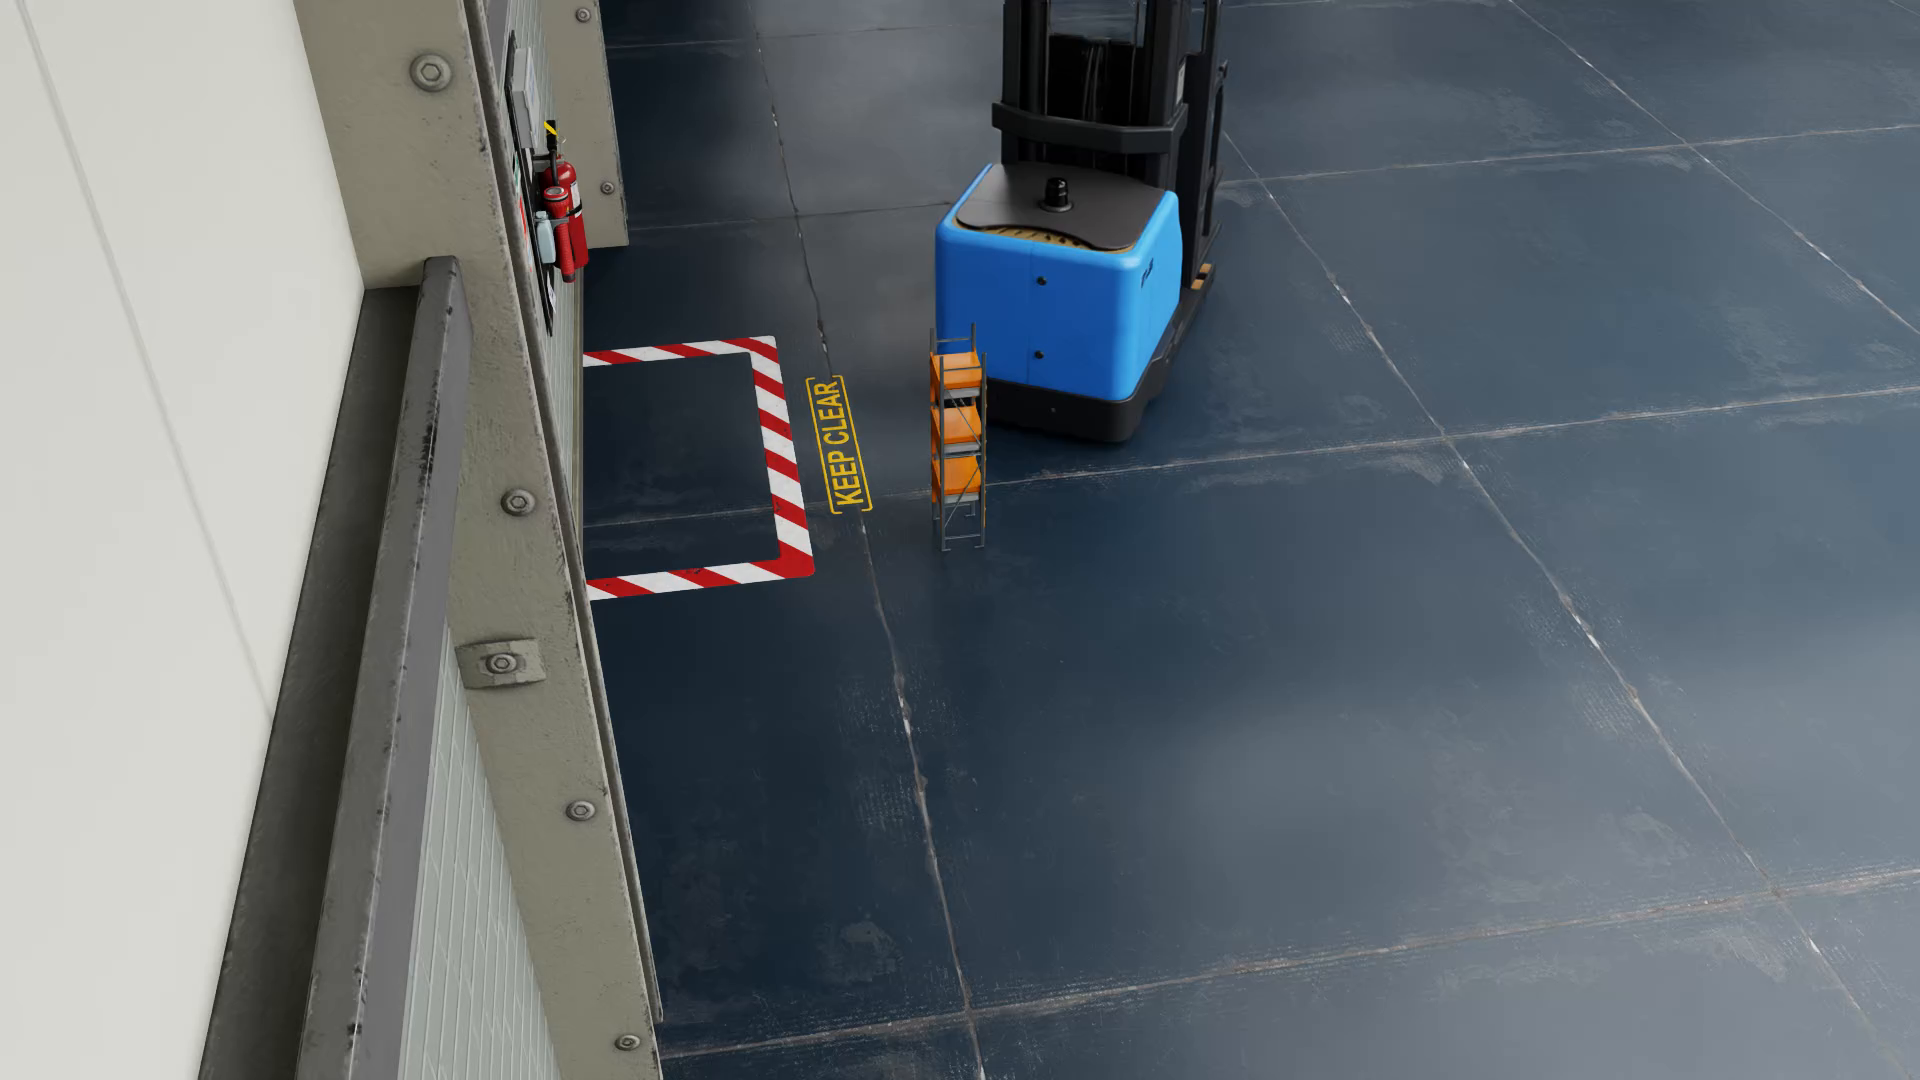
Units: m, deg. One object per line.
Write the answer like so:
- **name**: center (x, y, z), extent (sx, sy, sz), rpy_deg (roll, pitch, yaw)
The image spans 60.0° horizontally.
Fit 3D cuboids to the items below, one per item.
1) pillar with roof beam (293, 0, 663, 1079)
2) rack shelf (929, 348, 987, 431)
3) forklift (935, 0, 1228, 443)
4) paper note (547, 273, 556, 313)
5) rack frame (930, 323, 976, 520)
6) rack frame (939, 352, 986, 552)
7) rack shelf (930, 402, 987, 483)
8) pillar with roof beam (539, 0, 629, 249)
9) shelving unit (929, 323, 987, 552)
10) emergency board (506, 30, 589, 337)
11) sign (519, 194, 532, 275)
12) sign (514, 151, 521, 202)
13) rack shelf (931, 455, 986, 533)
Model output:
- **pillar with roof beam**: center (3.103, -2.277, 3.346), extent (9.100, 9.000, 0.400), rpy_deg (-6, 38, -8)
- **rack shelf**: center (-0.009, -0.663, 7.302), extent (0.215, 0.259, 0.240), rpy_deg (-6, 38, -8)
- **forklift**: center (0.838, -2.548, 8.641), extent (1.130, 2.935, 3.031), rpy_deg (12, 40, 15)
- **paper note**: center (-1.829, -1.110, 7.452), extent (0.016, 0.148, 0.142), rpy_deg (-6, 38, -8)
- **rack frame**: center (-0.031, -0.521, 7.564), extent (0.200, 1.050, 0.008), rpy_deg (-6, 38, -8)
- **rack frame**: center (0.012, -0.373, 7.375), extent (0.200, 1.050, 0.008), rpy_deg (-6, 38, -8)
- **rack shelf**: center (-0.009, -0.439, 7.476), extent (0.215, 0.259, 0.240), rpy_deg (-6, 38, -8)
- **pillar with roof beam**: center (2.051, -5.901, 8.011), extent (9.100, 9.000, 0.400), rpy_deg (-6, 38, -8)
- **shelving unit**: center (-0.009, -0.447, 7.470), extent (0.215, 1.050, 0.252), rpy_deg (-6, 38, -8)
- **emergency board**: center (-1.792, -1.573, 7.329), extent (0.194, 1.169, 0.643), rpy_deg (-6, 38, -8)
- **sign**: center (-1.796, -1.242, 6.874), extent (0.001, 0.329, 0.234), rpy_deg (-6, 38, -8)
- **sign**: center (-1.788, -1.455, 6.716), extent (0.001, 0.109, 0.331), rpy_deg (-6, 38, -8)
- **rack shelf**: center (-0.009, -0.219, 7.647), extent (0.215, 0.259, 0.240), rpy_deg (-6, 38, -8)
